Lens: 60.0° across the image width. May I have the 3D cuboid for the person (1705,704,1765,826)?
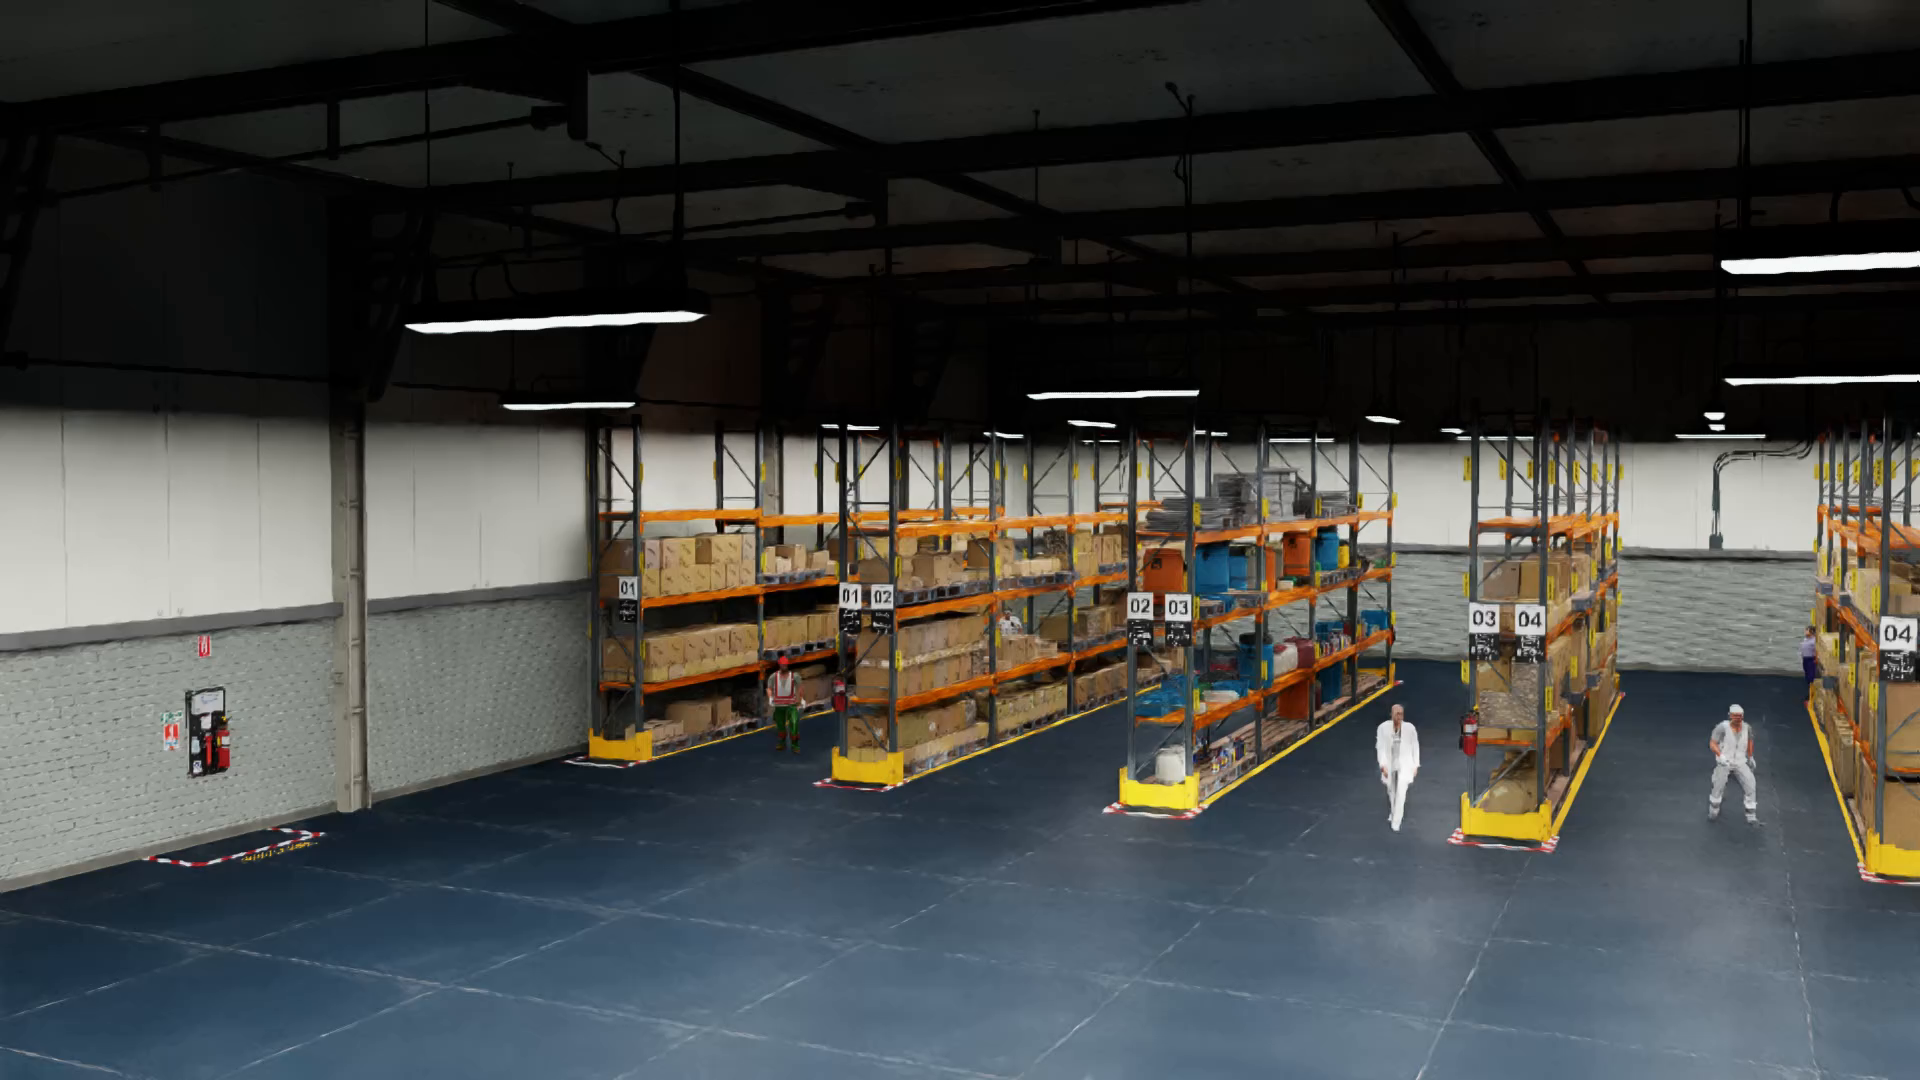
[{"bbox_3d":[10.959,3.161,23.572,0.686,1.716,0.838,0,2,9],"label":"person"}]

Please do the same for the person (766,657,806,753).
[{"bbox_3d":[-3.083,2.914,29.569,0.674,1.716,0.829,0,2,7],"label":"person"}]

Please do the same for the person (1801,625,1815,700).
[{"bbox_3d":[18.688,2.680,36.340,0.476,1.639,0.608,0,2,-7],"label":"person"}]

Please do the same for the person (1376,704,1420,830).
[{"bbox_3d":[6.132,3.155,23.321,0.582,1.708,1.110,1,3,23],"label":"person"}]

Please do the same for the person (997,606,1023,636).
[{"bbox_3d":[1.218,2.472,40.863,0.682,1.711,0.542,1,3,22],"label":"person"}]
